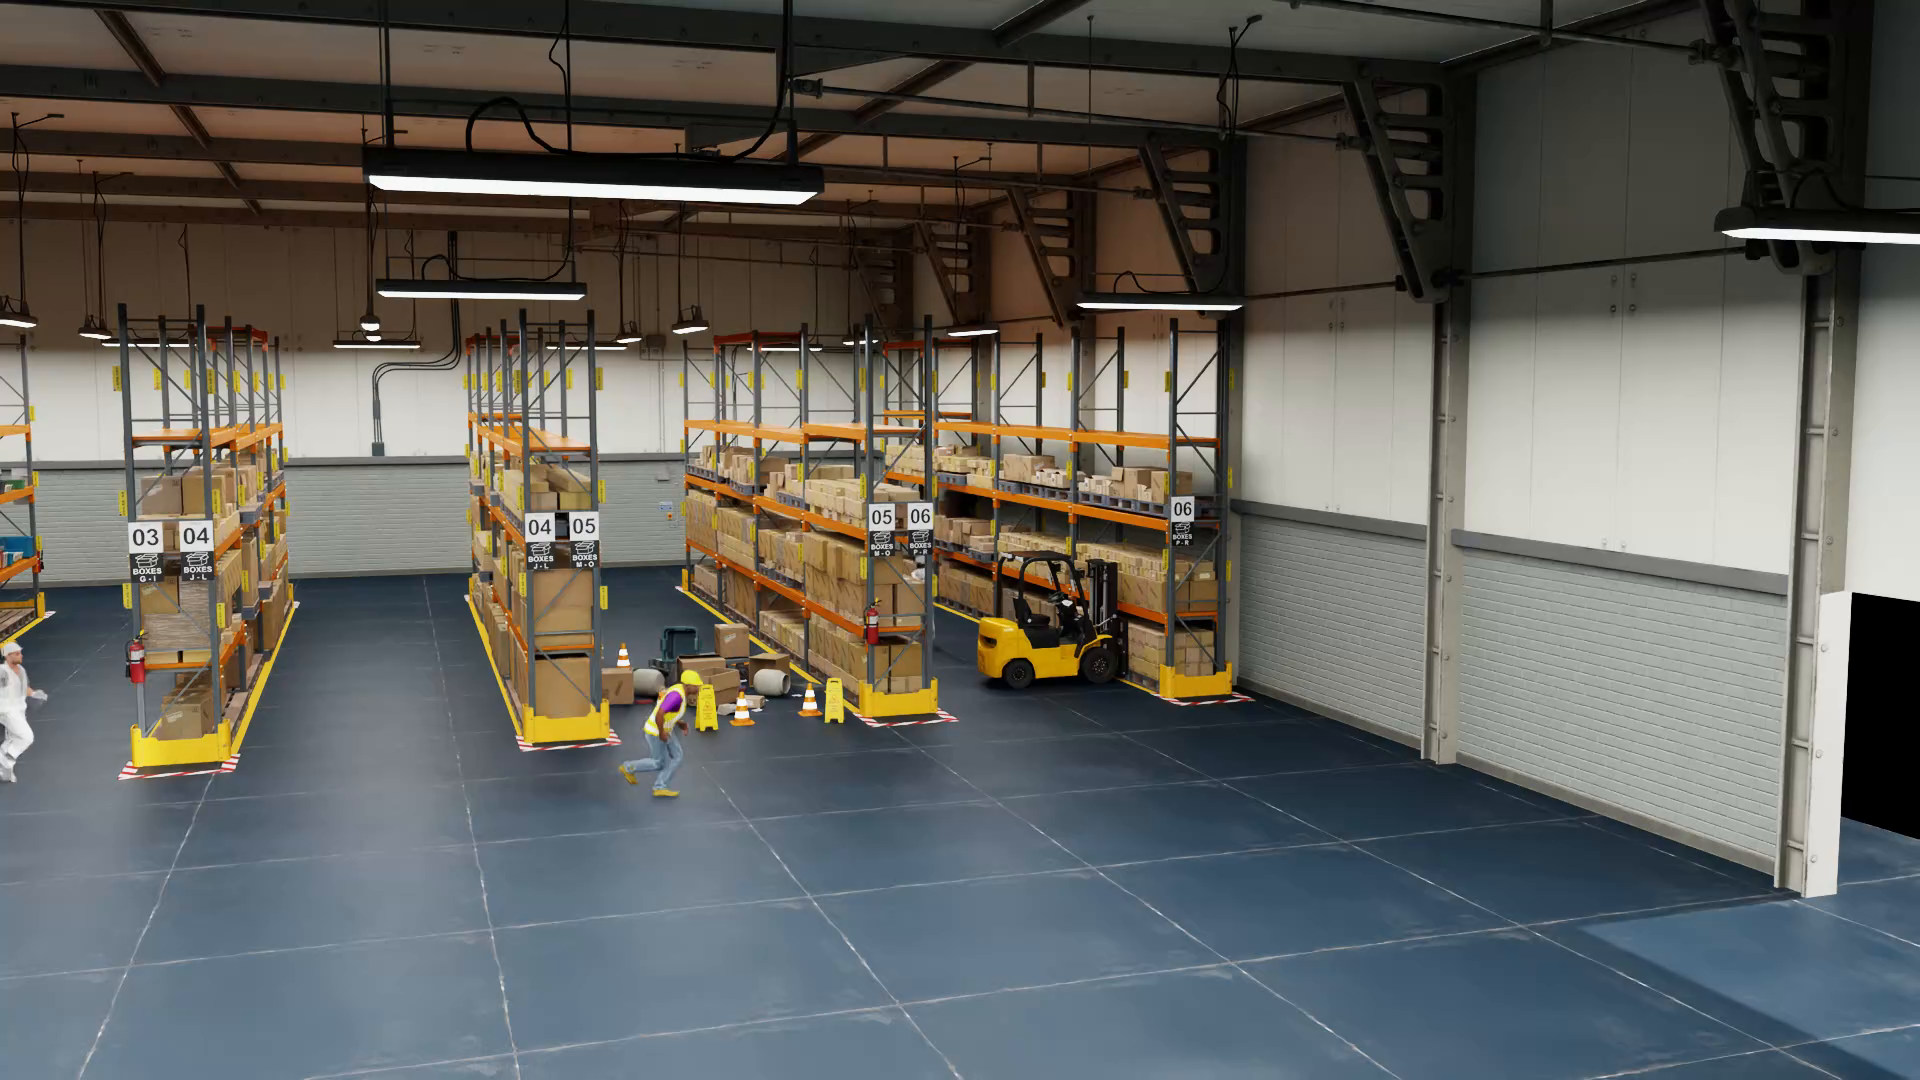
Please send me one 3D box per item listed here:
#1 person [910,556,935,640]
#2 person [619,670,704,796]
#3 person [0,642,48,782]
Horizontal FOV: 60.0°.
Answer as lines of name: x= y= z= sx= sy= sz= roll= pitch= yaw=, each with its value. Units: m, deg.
person: x=-0.764 y=1.129 z=31.973 sx=0.591 sy=1.665 sz=0.866 roll=-2 pitch=6 yaw=-24
person: x=-3.604 y=2.338 z=20.065 sx=1.064 sy=1.557 sz=0.710 roll=1 pitch=5 yaw=6
person: x=-11.806 y=2.146 z=20.749 sx=0.747 sy=1.744 sz=0.656 roll=0 pitch=5 yaw=1
